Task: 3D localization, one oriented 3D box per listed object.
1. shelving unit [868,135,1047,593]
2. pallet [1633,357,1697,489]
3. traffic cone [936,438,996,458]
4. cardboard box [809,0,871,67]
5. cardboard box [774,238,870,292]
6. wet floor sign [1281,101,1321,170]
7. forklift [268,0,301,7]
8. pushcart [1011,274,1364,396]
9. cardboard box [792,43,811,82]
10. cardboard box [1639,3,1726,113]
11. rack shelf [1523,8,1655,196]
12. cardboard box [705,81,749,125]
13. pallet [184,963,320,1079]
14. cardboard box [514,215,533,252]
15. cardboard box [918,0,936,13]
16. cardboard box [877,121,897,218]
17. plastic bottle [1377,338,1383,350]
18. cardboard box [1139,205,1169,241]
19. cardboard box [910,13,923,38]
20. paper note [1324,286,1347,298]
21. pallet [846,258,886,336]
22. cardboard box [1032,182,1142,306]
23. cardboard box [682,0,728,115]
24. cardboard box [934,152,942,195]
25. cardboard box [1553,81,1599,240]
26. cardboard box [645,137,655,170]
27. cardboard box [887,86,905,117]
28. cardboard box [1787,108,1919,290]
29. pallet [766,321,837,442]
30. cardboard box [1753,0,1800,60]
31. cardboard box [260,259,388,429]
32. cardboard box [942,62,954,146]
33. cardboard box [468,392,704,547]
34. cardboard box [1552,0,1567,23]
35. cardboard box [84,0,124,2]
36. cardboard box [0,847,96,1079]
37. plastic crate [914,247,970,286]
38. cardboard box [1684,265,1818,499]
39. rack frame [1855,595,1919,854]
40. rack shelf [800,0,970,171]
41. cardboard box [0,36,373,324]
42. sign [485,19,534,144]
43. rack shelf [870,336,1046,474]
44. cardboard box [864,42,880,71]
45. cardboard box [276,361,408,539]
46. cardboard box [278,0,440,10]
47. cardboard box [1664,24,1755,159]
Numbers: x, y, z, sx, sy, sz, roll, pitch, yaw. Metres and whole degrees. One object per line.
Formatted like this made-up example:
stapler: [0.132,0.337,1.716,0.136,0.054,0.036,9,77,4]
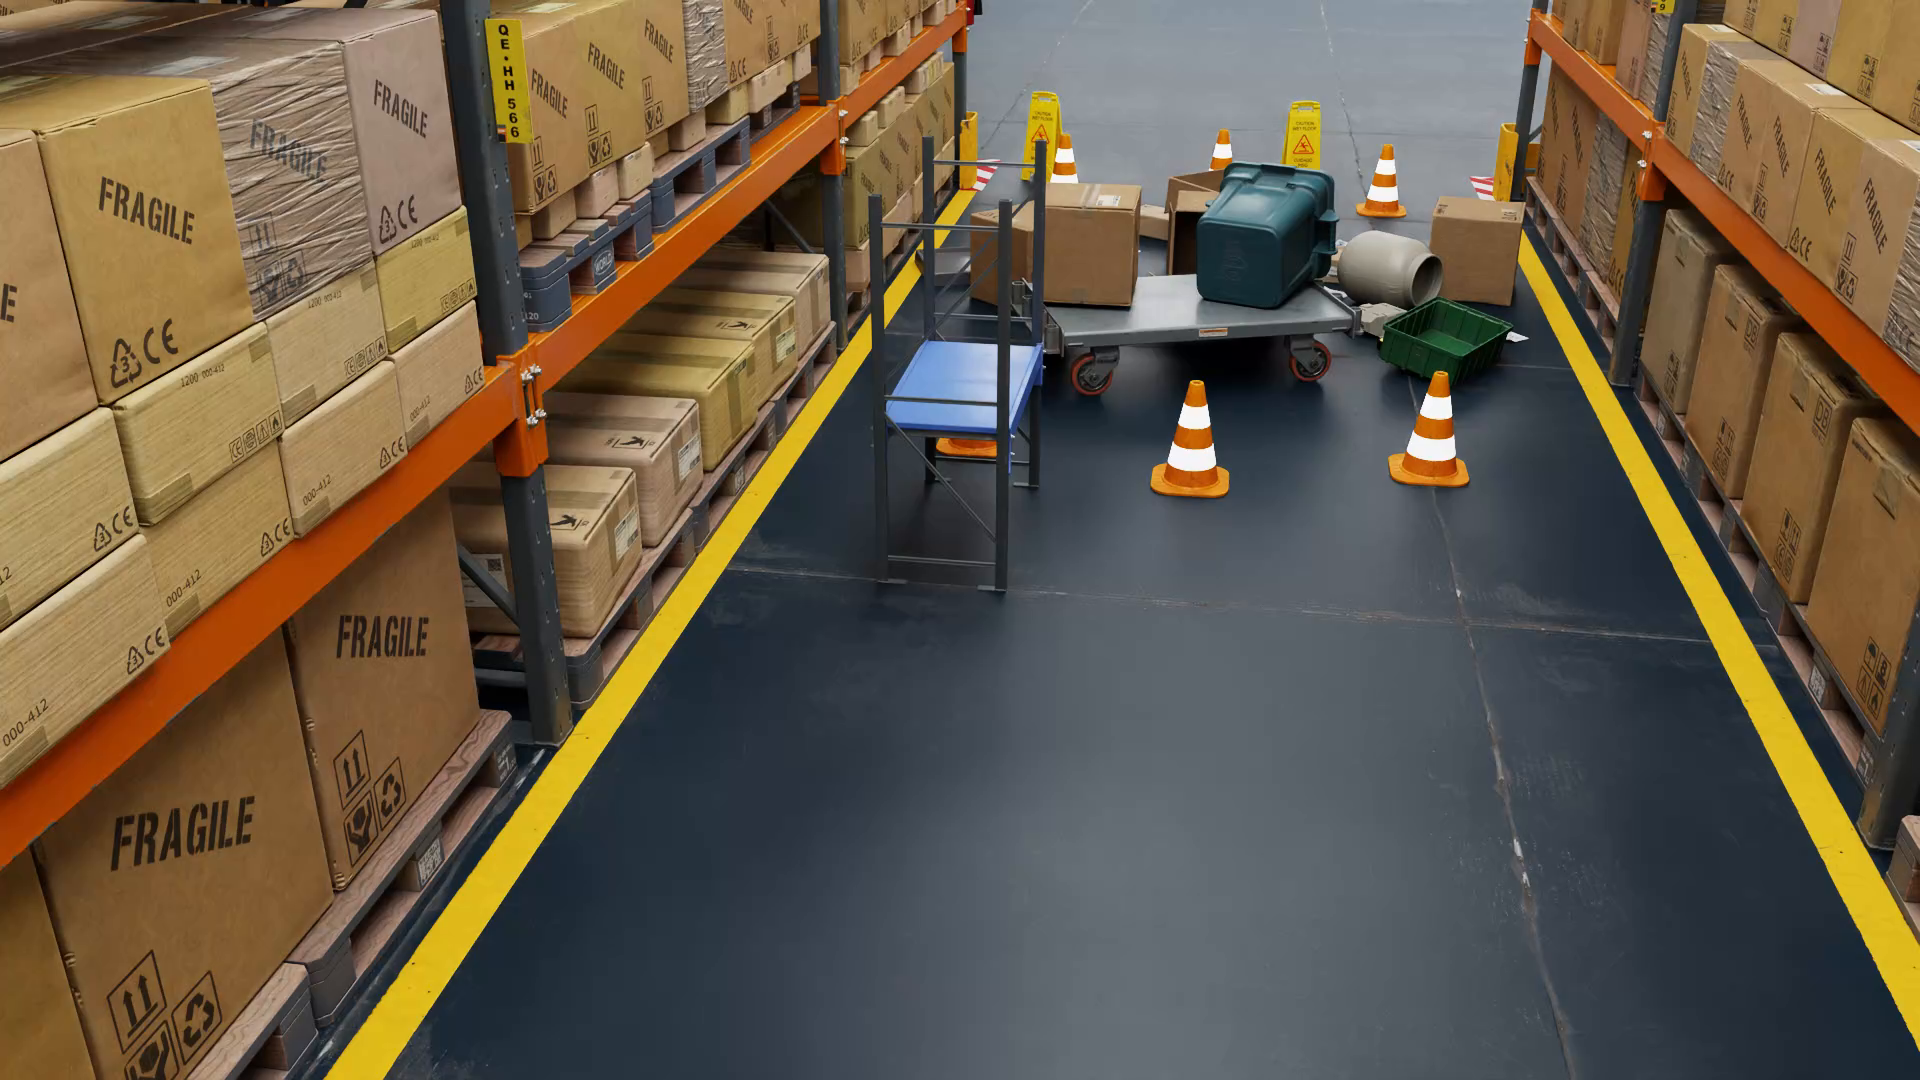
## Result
shelving unit: [0.014,-0.715,6.508,0.538,1.500,1.048,4,25,9]
pallet: [3.740,-0.529,7.631,1.003,0.211,1.213,4,25,9]
traffic cone: [0.070,-0.656,7.605,0.336,0.463,0.334,4,25,9]
cardboard box: [-0.762,-2.765,8.650,0.500,0.500,0.500,4,25,8]
cardboard box: [-0.746,-1.593,9.364,0.500,0.250,0.500,3,25,6]
wet floor sign: [2.497,-2.876,12.132,0.267,0.644,0.232,0,25,-1]
forklift: [-2.709,-2.388,8.395,1.130,2.935,3.031,2,25,3]
pushcart: [1.149,-1.096,8.646,1.648,0.377,0.936,-5,25,-10]
cardboard box: [-0.920,-2.262,7.846,0.380,0.149,0.250,4,25,9]
cardboard box: [3.840,-2.343,8.040,0.875,0.550,0.550,4,25,9]
rack shelf: [4.118,-2.630,9.680,1.077,0.370,4.000,4,25,9]
cardboard box: [-1.101,-1.837,6.937,0.380,0.149,0.250,4,25,8]
pallet: [-2.167,1.349,3.620,1.003,0.211,1.213,4,25,9]
cardboard box: [-1.526,-0.947,5.036,0.380,0.149,0.250,3,25,5]
cardboard box: [-0.443,-3.609,10.453,0.500,0.500,0.500,4,25,8]
cardboard box: [-0.670,-2.158,9.685,0.500,0.500,0.500,5,26,11]
plastic bottle: [2.348,-1.009,8.833,0.133,0.061,0.283,-9,27,-19]
cardboard box: [1.324,-2.114,11.092,0.380,0.149,0.250,19,31,35]
cardboard box: [-0.445,-3.269,10.491,0.380,0.149,0.250,4,25,8]
paper note: [2.208,-1.466,9.856,0.172,0.023,0.155,13,28,26]
pallet: [-1.034,-1.441,9.579,1.003,0.211,1.213,4,25,9]
cardboard box: [0.653,-1.520,8.515,0.500,0.500,0.500,4,25,9]
cardboard box: [-1.213,-1.939,6.391,0.500,0.500,0.500,3,25,7]
cardboard box: [-0.414,-2.465,11.227,0.500,0.250,0.500,4,25,9]
cardboard box: [4.258,-2.364,10.273,0.875,0.875,0.875,4,25,8]
cardboard box: [-1.328,-1.394,5.991,0.380,0.149,0.250,6,26,12]
cardboard box: [-0.543,-2.603,9.871,0.380,0.149,0.250,5,26,12]
cardboard box: [3.111,-1.117,5.479,0.500,0.500,0.500,4,25,8]
pallet: [-1.234,-0.832,8.278,1.003,0.211,1.213,4,25,9]
cardboard box: [3.634,-2.194,6.603,0.700,0.500,0.500,4,25,8]
cardboard box: [-1.671,-0.471,3.805,0.500,0.250,0.500,3,25,7]
cardboard box: [-0.328,-3.025,11.537,0.500,0.500,0.500,4,25,9]
cardboard box: [-1.547,-0.292,6.440,0.950,0.372,0.625,4,25,8]
cardboard box: [4.429,-3.702,10.944,0.875,0.550,0.550,4,25,9]
cardboard box: [-5.525,-3.406,10.371,0.500,0.500,0.500,4,25,8]
cardboard box: [-2.254,1.054,2.970,0.875,0.875,0.875,5,26,10]
plastic crate: [-0.043,-1.698,10.283,0.402,0.080,0.583,-5,25,-10]
cardboard box: [3.617,-0.622,6.699,1.050,0.750,0.750,4,25,9]
rack frame: [3.138,-0.447,4.166,1.000,3.000,0.127,4,25,9]
rack shelf: [-0.782,-2.931,10.322,1.077,0.370,4.000,4,25,9]
cardboard box: [-1.664,-0.796,3.615,0.500,0.500,0.500,4,25,9]
sign: [-1.214,-1.235,4.484,0.100,0.325,0.005,4,25,9]
rack shelf: [0.014,-0.552,6.585,0.538,0.185,1.000,4,25,9]
cardboard box: [-0.662,-2.740,9.361,0.380,0.149,0.250,5,26,10]
cardboard box: [-1.657,-0.235,3.891,0.500,0.250,0.500,4,25,9]
cardboard box: [-1.888,-1.544,5.546,0.500,0.500,0.500,4,25,8]
cardboard box: [3.440,-1.964,7.289,0.500,0.500,0.500,4,25,9]
